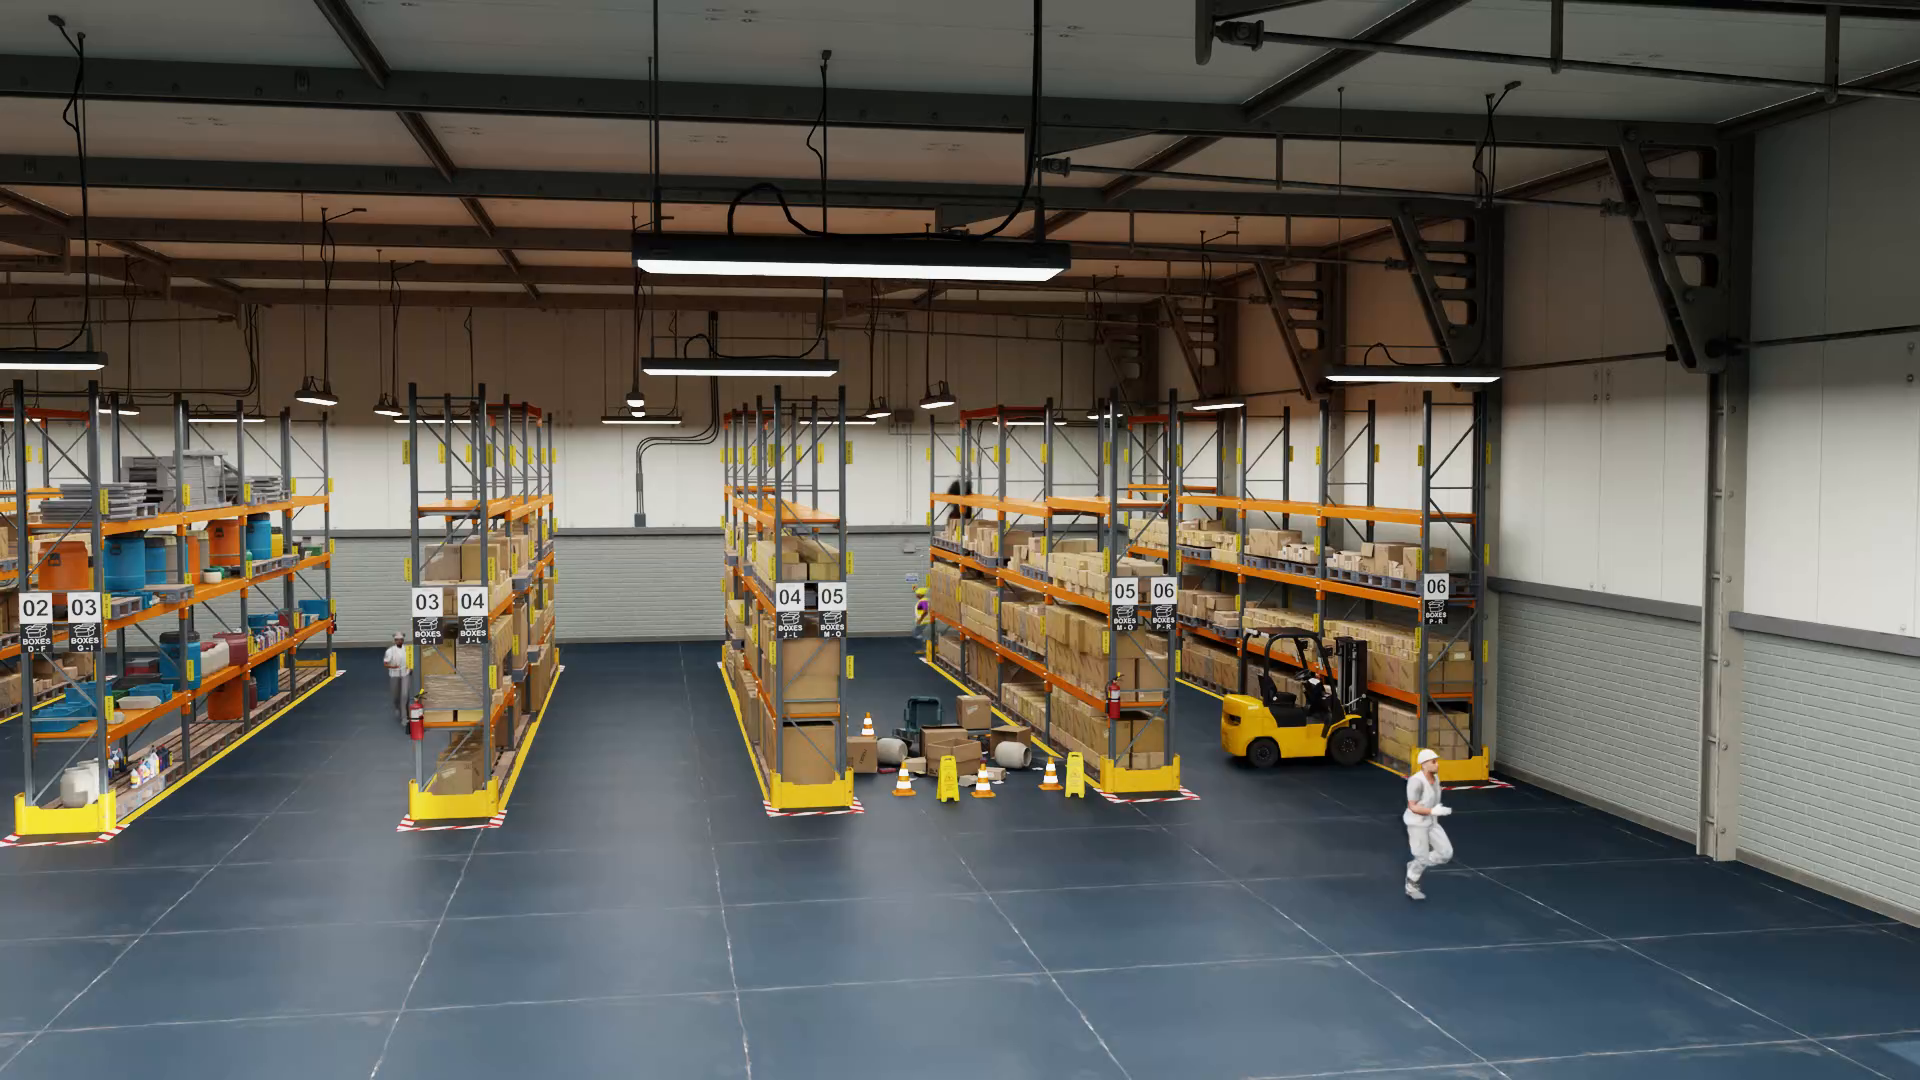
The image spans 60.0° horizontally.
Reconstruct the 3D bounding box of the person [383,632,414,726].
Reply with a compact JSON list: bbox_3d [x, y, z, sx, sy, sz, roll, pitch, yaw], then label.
[{"bbox_3d":[-10.485,2.568,31.118,0.573,1.700,0.932,-1,3,-21],"label":"person"}]

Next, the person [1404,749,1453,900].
[{"bbox_3d":[5.244,3.186,18.568,0.707,1.728,0.656,-2,4,-41],"label":"person"}]

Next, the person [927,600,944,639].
[{"bbox_3d":[-0.610,2.047,42.300,0.801,1.675,0.596,-2,3,-28],"label":"person"}]

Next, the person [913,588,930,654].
[{"bbox_3d":[-0.906,2.042,41.730,0.563,1.699,0.792,0,3,6],"label":"person"}]
